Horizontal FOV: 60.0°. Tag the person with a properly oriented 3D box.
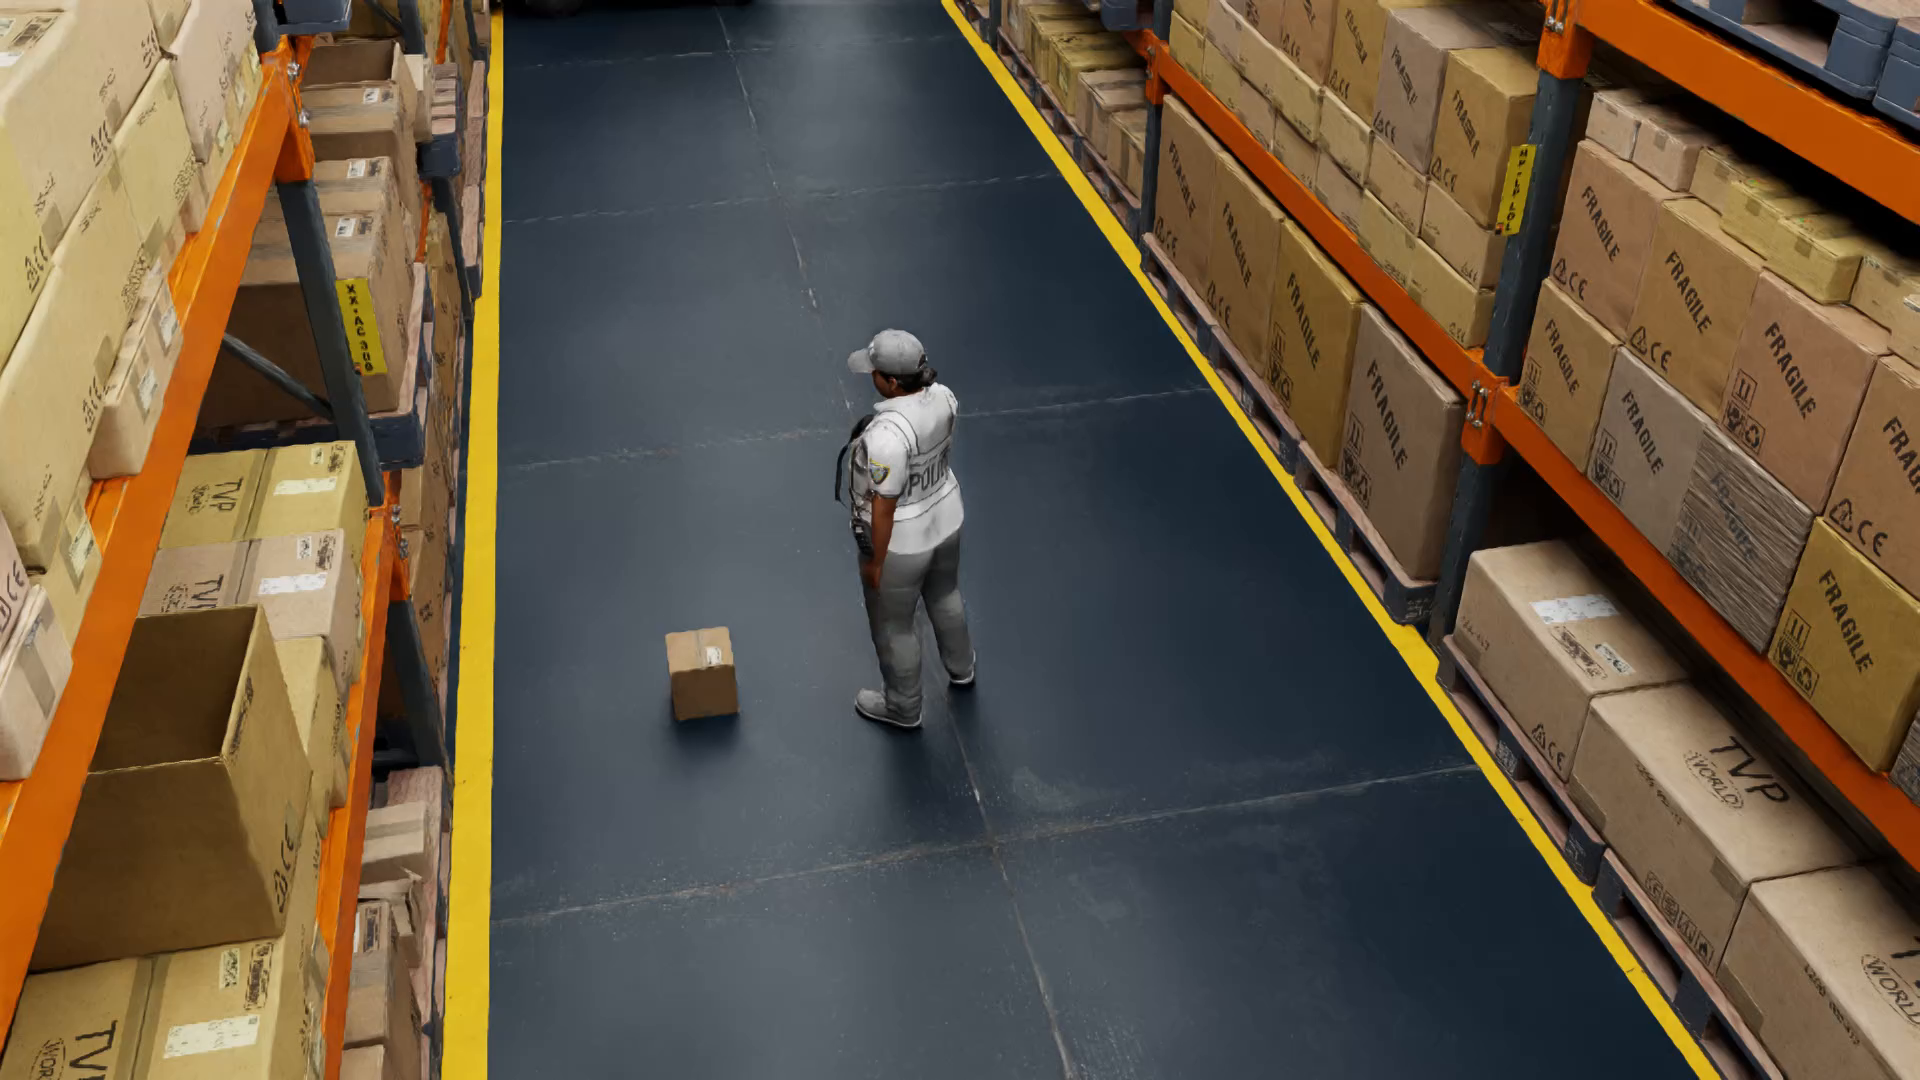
[{"bbox_3d":[-0.143,-0.075,6.234,0.384,1.665,0.679,21,40,28],"label":"person"}]
